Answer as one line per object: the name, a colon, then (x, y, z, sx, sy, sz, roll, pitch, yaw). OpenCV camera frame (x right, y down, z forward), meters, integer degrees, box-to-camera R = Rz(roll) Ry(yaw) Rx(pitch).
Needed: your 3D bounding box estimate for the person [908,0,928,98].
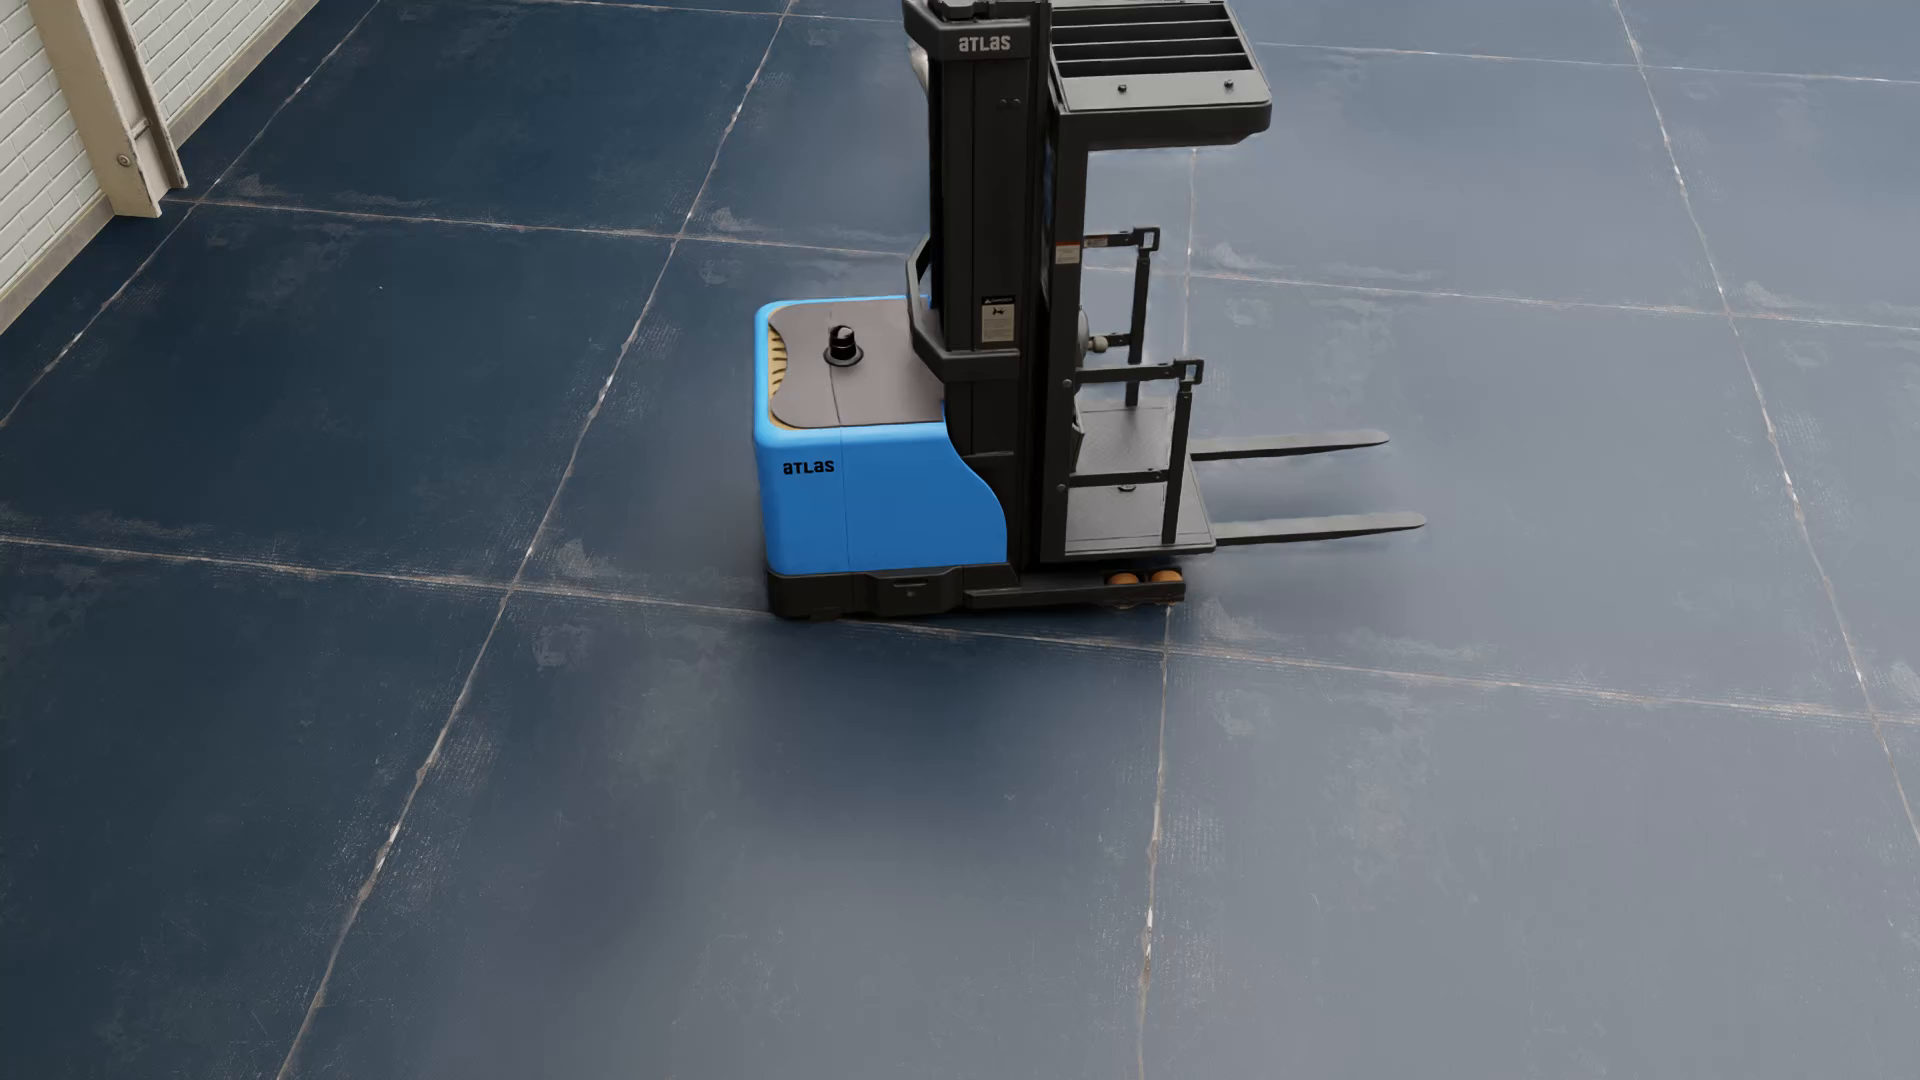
person: (-0.057, -3.320, 10.284, 0.718, 1.660, 0.620, -21, 46, -21)

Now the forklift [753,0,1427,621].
forklift: (0.610, -1.124, 6.948, 3.031, 2.935, 1.130, -3, 43, -4)
